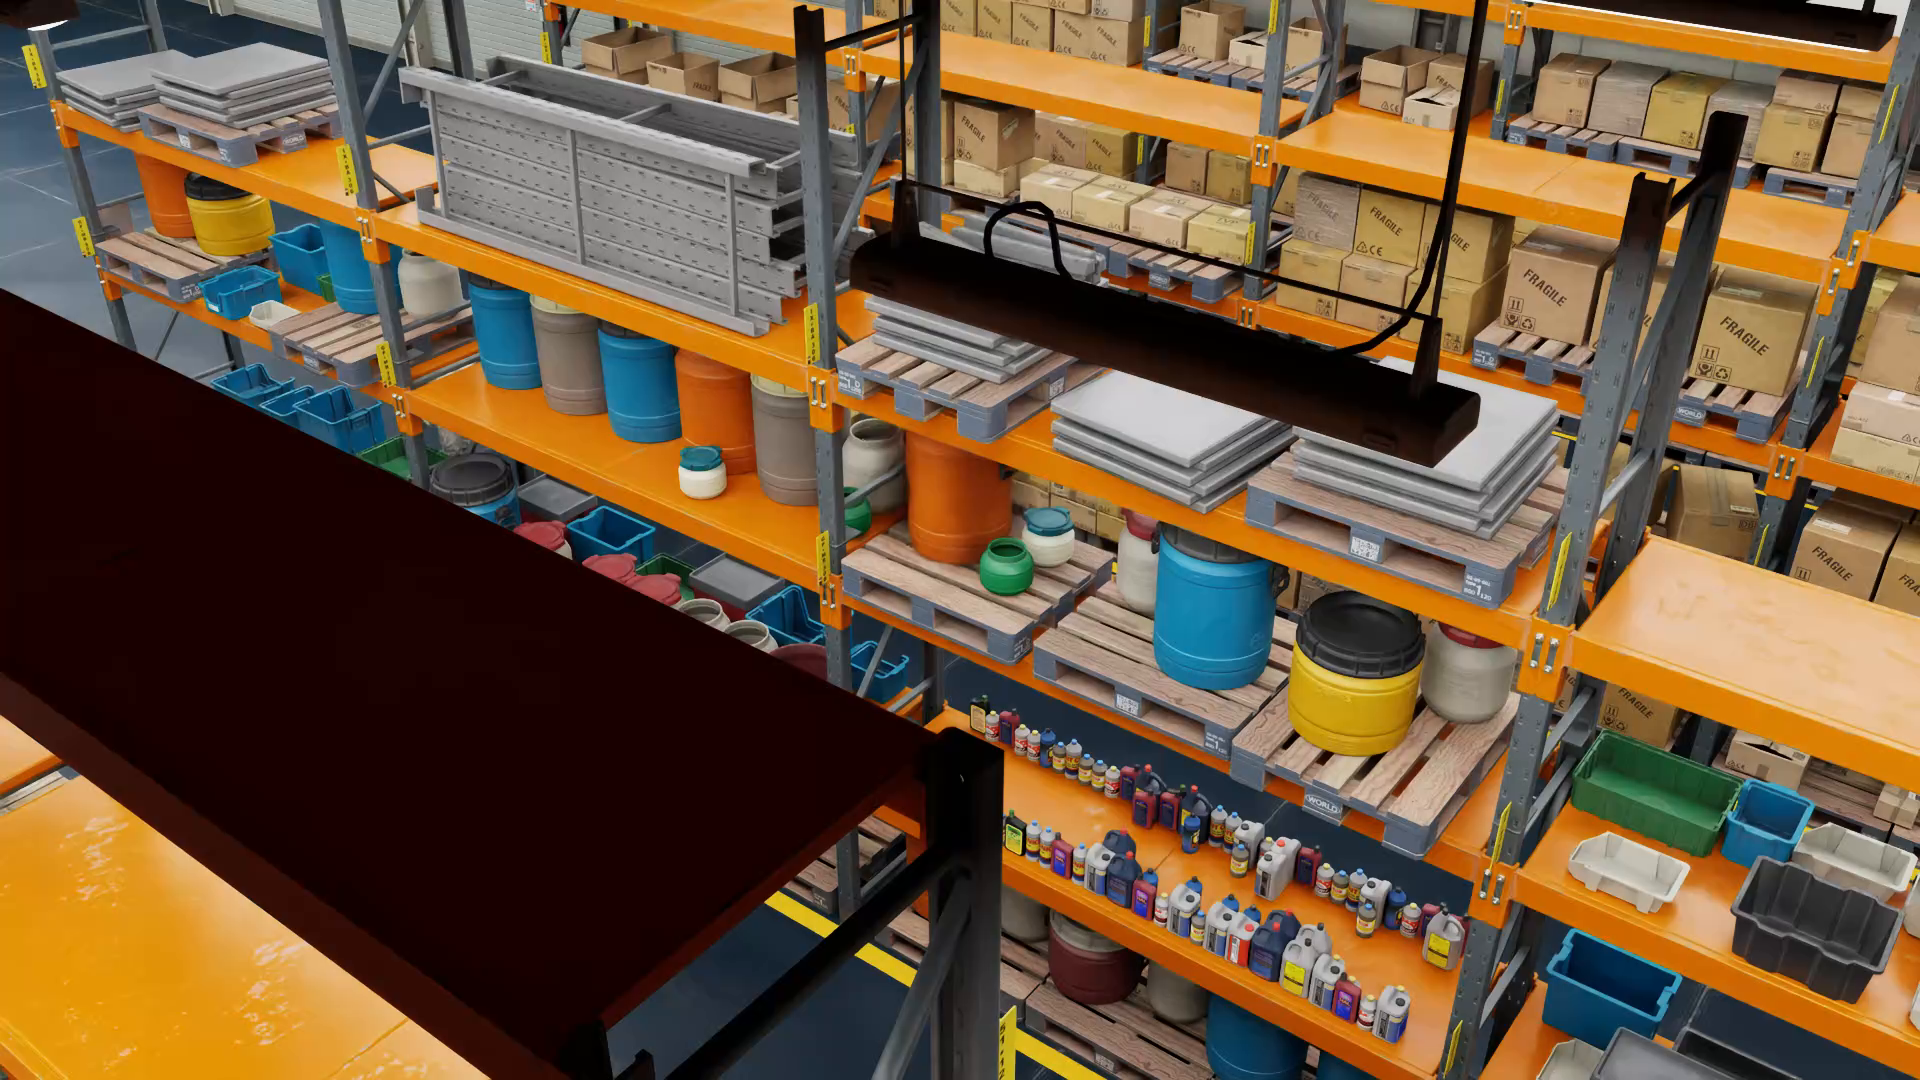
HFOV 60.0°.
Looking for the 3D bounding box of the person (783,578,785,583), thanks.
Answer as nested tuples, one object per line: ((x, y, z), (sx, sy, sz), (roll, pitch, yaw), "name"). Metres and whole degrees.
((-1.827, -0.368, 14.212), (0.688, 1.783, 0.593), (9, 32, 14), "person")

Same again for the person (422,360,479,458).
((-4.753, -1.259, 15.628), (0.592, 1.777, 0.504), (-26, 40, -36), "person")
